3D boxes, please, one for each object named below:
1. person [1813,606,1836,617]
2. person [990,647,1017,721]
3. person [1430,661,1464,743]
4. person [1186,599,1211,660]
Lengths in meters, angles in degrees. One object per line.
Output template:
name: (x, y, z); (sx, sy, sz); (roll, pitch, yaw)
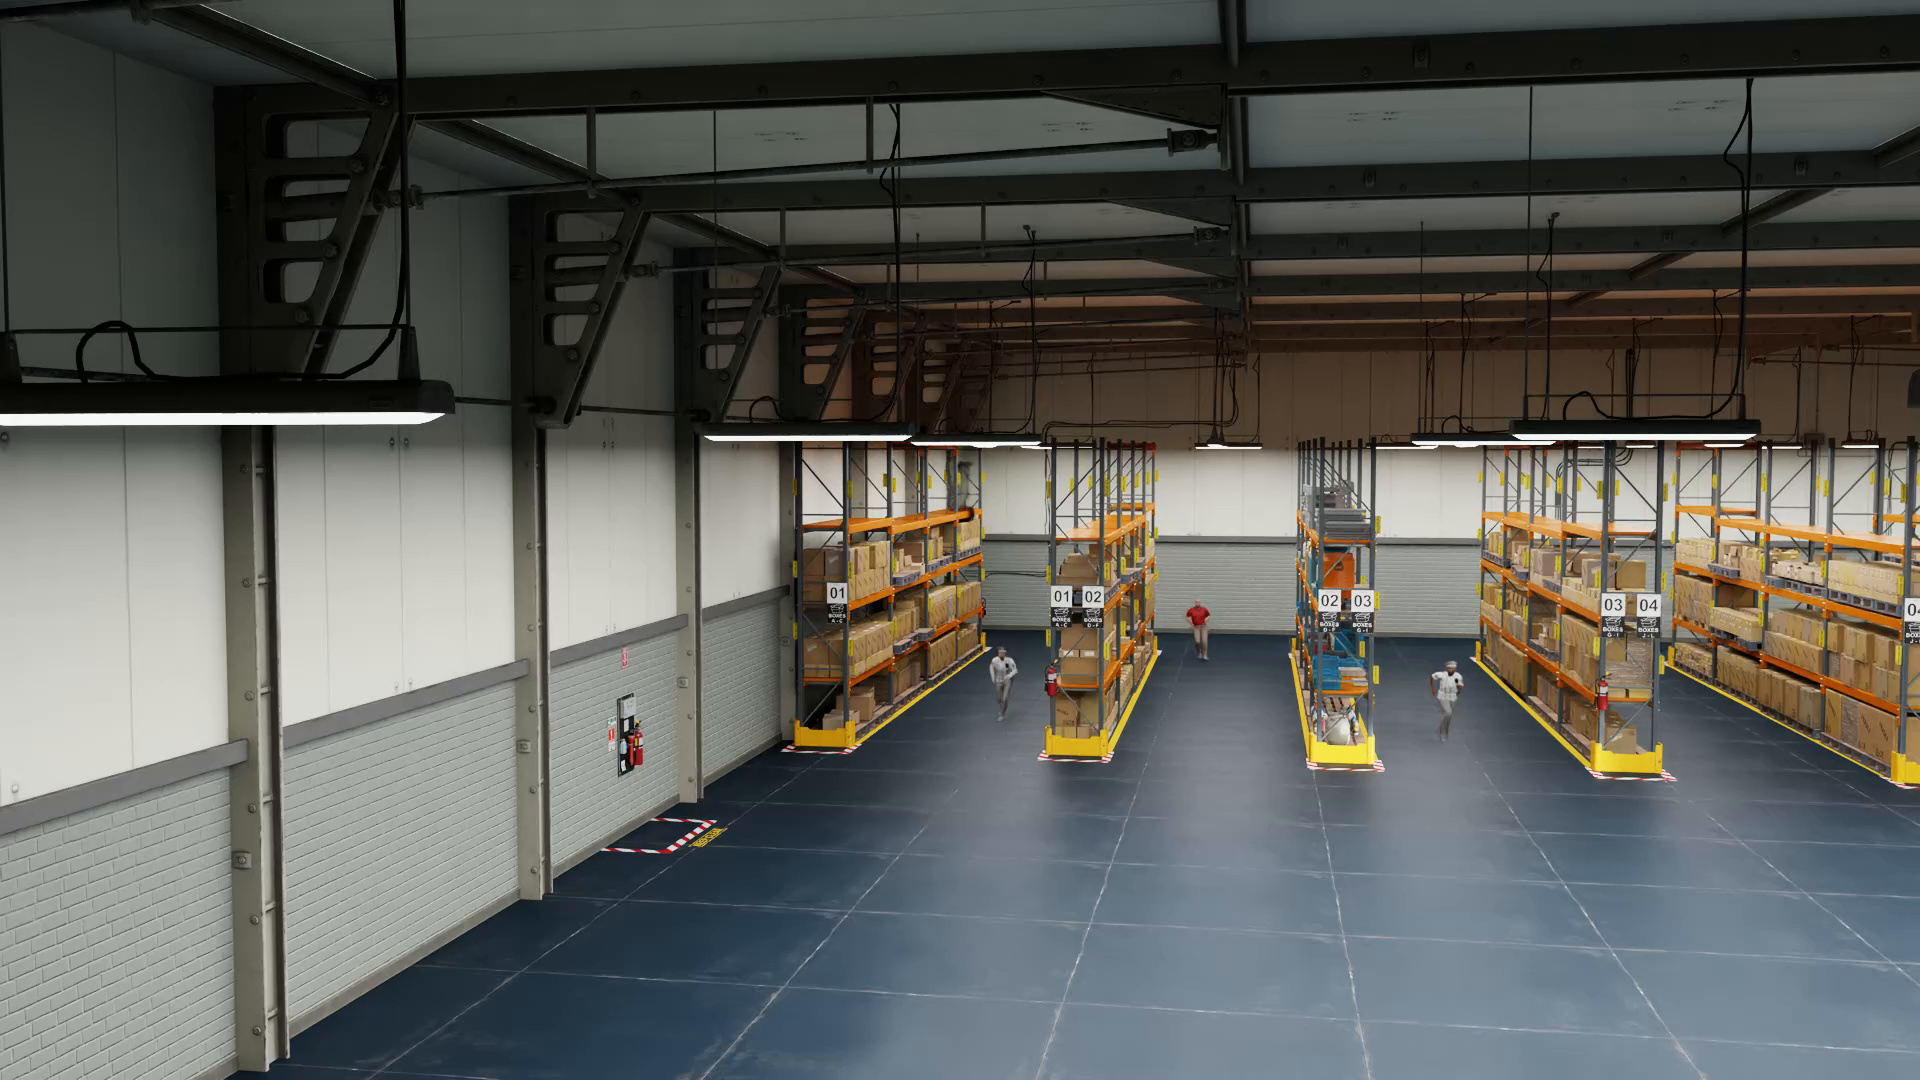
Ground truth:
person: (23.840, 2.416, 46.052); (0.918, 1.764, 0.712); (-1, 3, -12)
person: (0.928, 3.056, 35.547); (0.608, 1.620, 0.692); (0, 3, 8)
person: (9.584, 3.162, 32.748); (0.566, 1.631, 0.881); (-1, 3, -10)
person: (6.571, 2.470, 45.741); (0.665, 1.711, 0.655); (0, 3, 1)
